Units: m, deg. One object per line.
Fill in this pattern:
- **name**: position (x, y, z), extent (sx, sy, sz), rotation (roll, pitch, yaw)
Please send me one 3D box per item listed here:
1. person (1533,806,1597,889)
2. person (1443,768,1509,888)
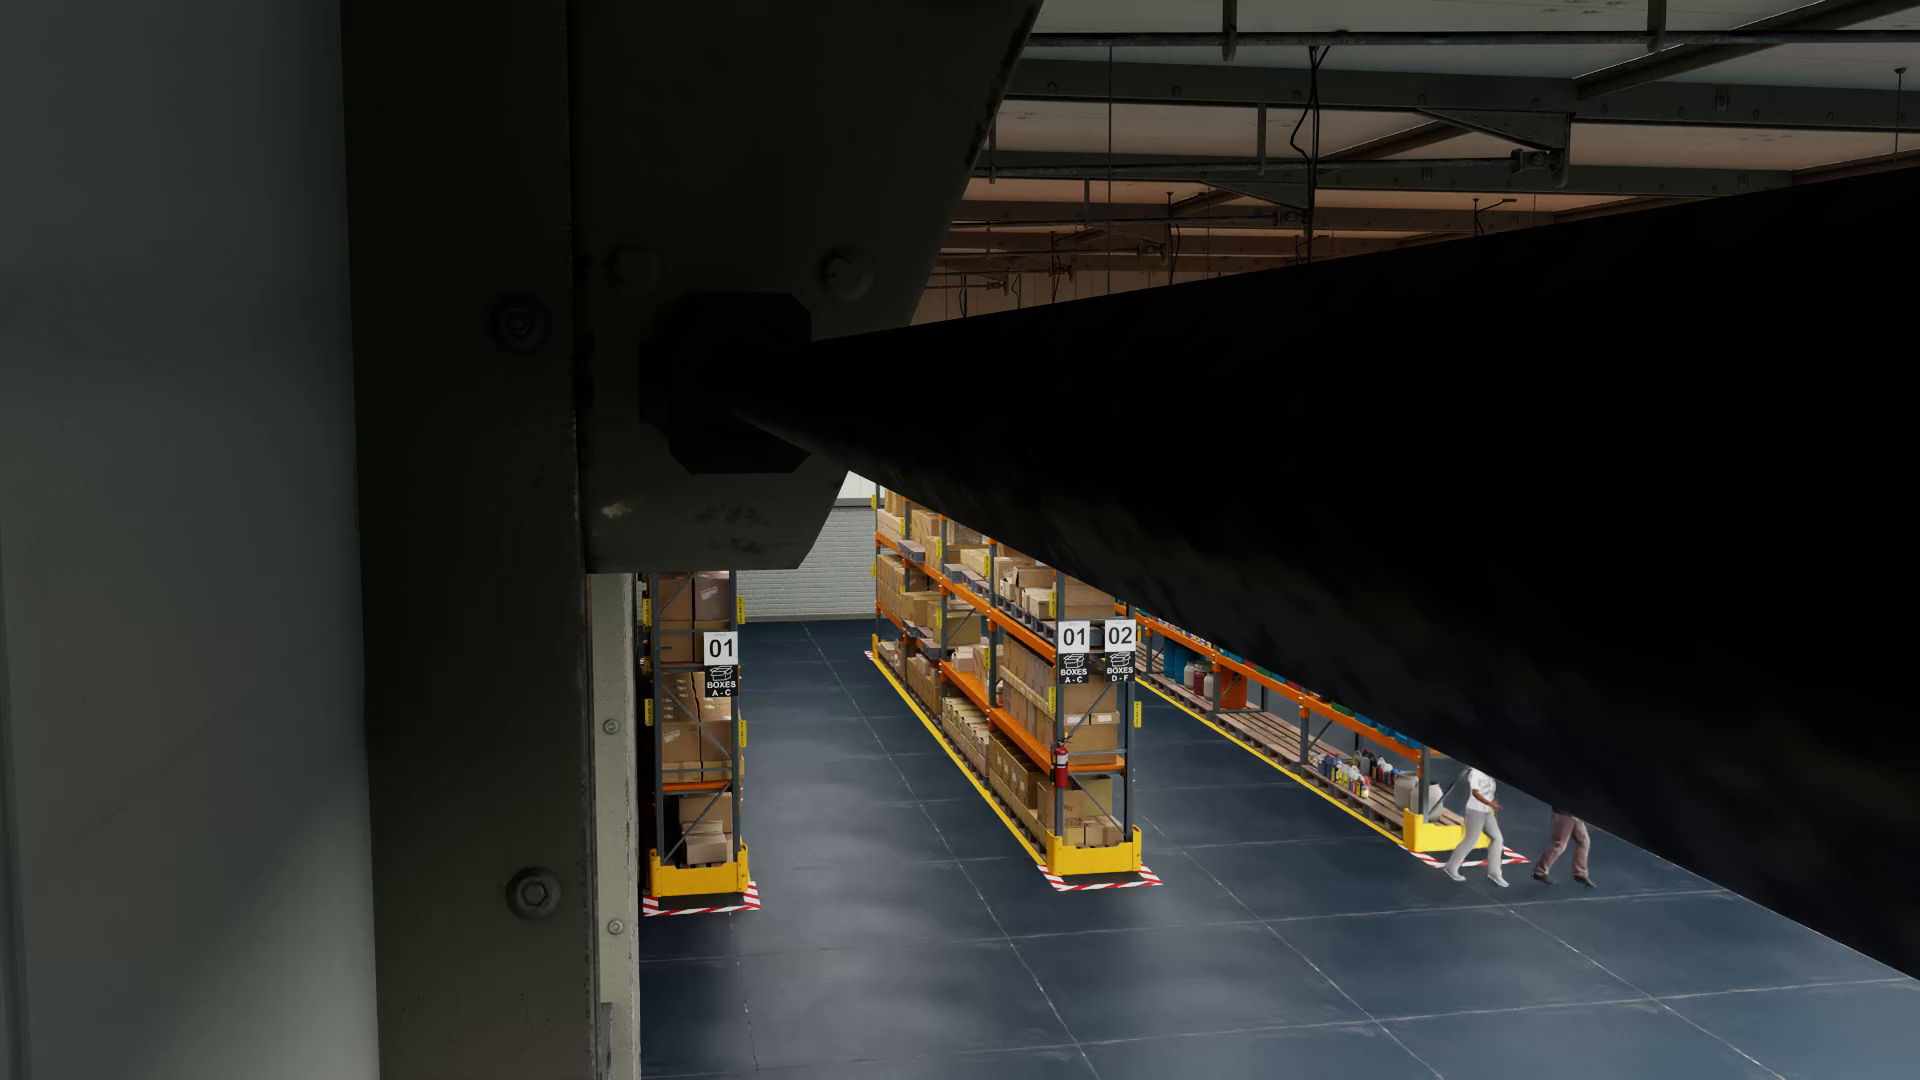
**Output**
- **person**: position (7.399, 3.389, 20.264), extent (0.739, 1.774, 0.664), rotation (3, 6, 23)
- **person**: position (6.441, 3.383, 20.565), extent (0.770, 1.710, 0.653), rotation (3, 7, 29)
